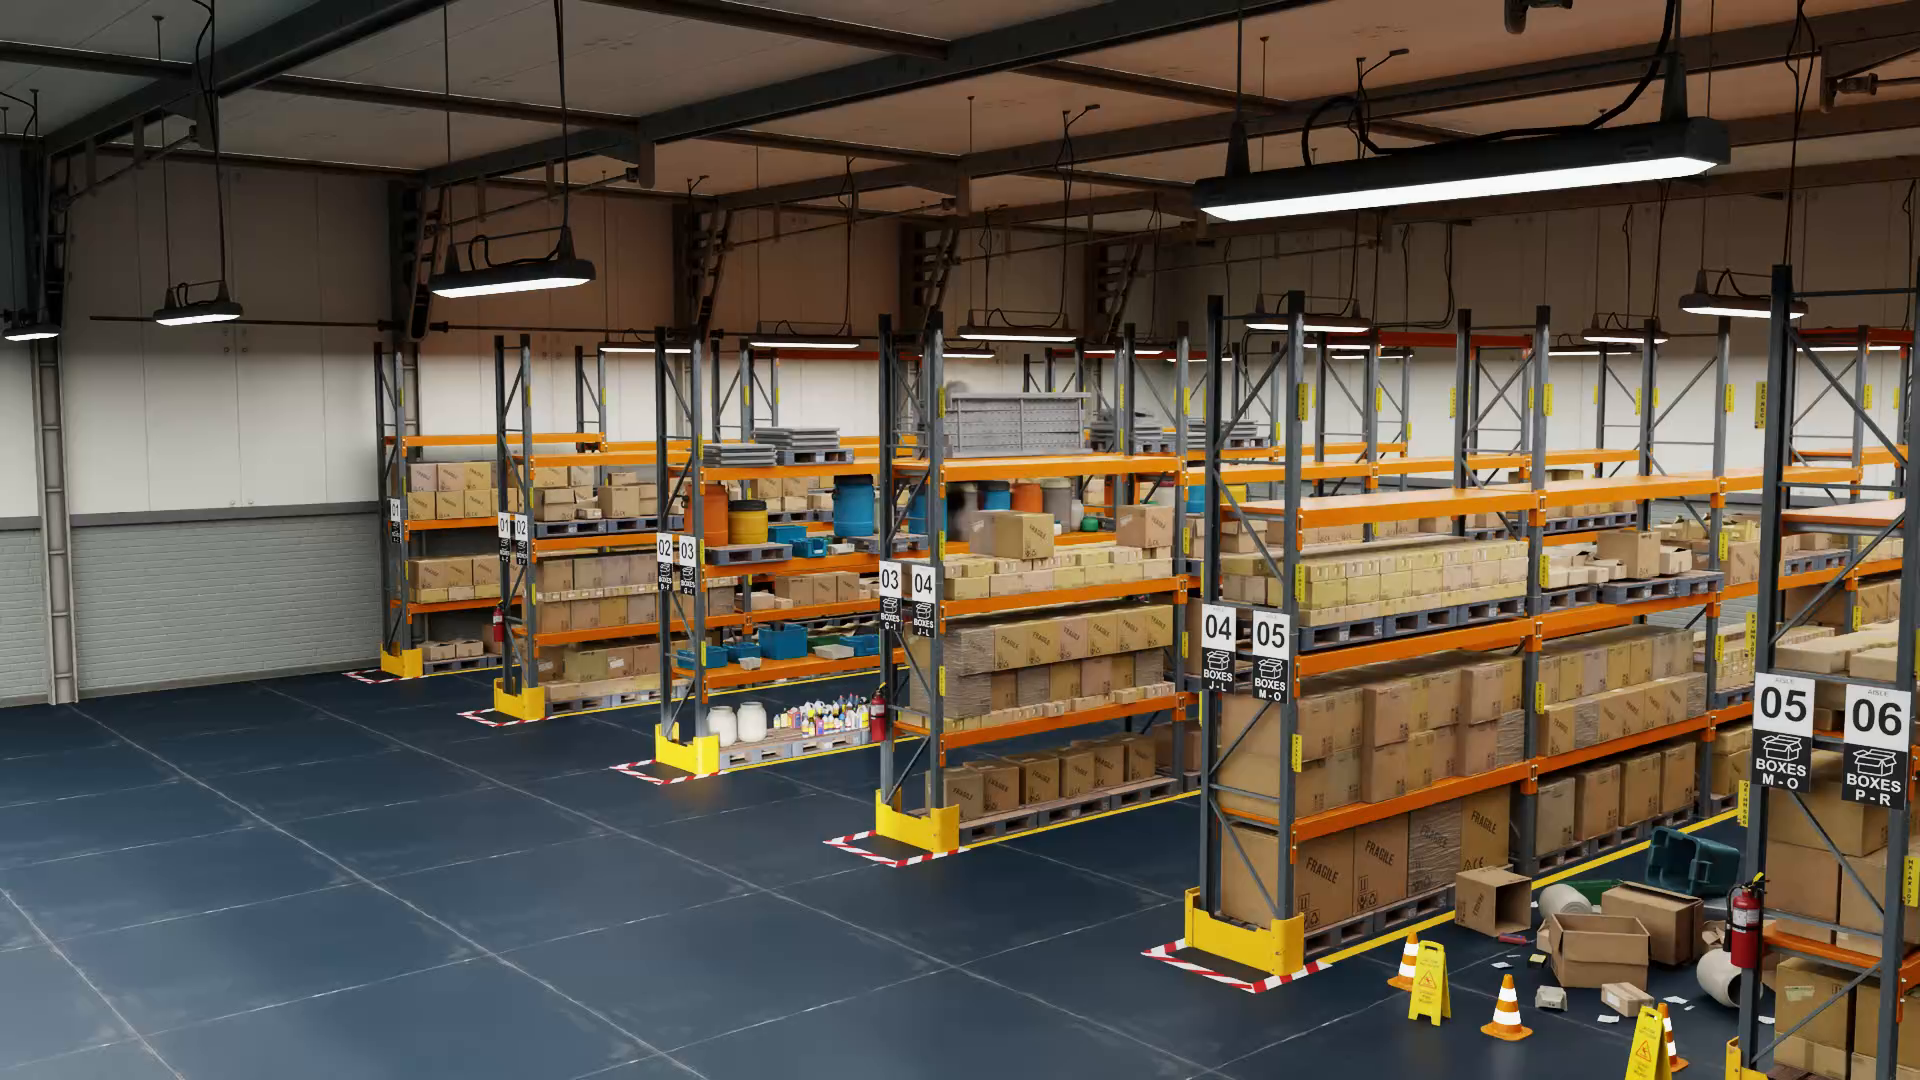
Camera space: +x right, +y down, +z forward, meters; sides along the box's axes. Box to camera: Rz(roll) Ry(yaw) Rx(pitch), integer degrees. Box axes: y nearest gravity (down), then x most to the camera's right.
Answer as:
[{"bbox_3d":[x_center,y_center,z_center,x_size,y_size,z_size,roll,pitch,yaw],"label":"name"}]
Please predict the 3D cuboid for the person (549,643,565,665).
[{"bbox_3d":[-6.905,1.734,28.614,0.989,1.754,0.657,-5,7,-43],"label":"person"}]
